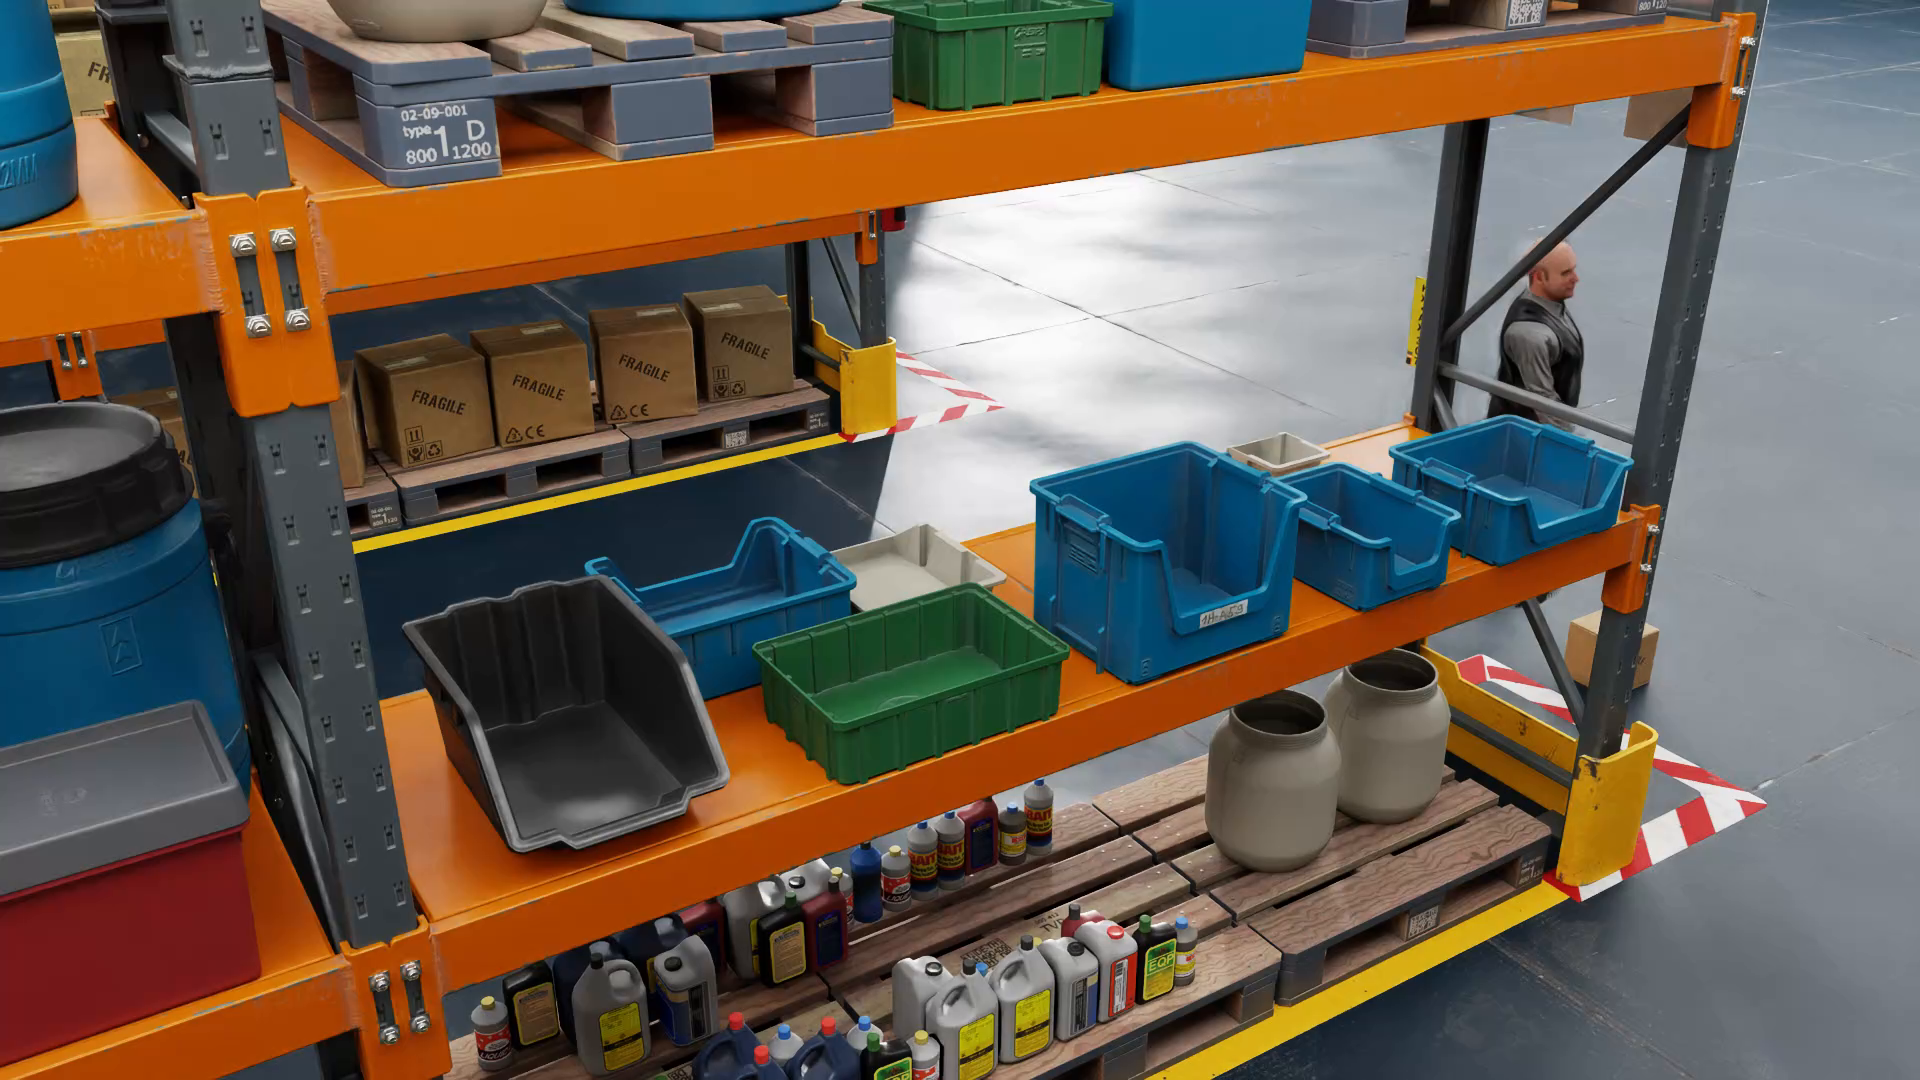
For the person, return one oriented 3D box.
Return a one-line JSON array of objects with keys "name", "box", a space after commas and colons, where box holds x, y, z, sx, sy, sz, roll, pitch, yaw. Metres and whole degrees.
[{"name": "person", "box": [2.487, -0.460, 7.114, 0.452, 1.712, 0.639, 10, 27, 21]}]
